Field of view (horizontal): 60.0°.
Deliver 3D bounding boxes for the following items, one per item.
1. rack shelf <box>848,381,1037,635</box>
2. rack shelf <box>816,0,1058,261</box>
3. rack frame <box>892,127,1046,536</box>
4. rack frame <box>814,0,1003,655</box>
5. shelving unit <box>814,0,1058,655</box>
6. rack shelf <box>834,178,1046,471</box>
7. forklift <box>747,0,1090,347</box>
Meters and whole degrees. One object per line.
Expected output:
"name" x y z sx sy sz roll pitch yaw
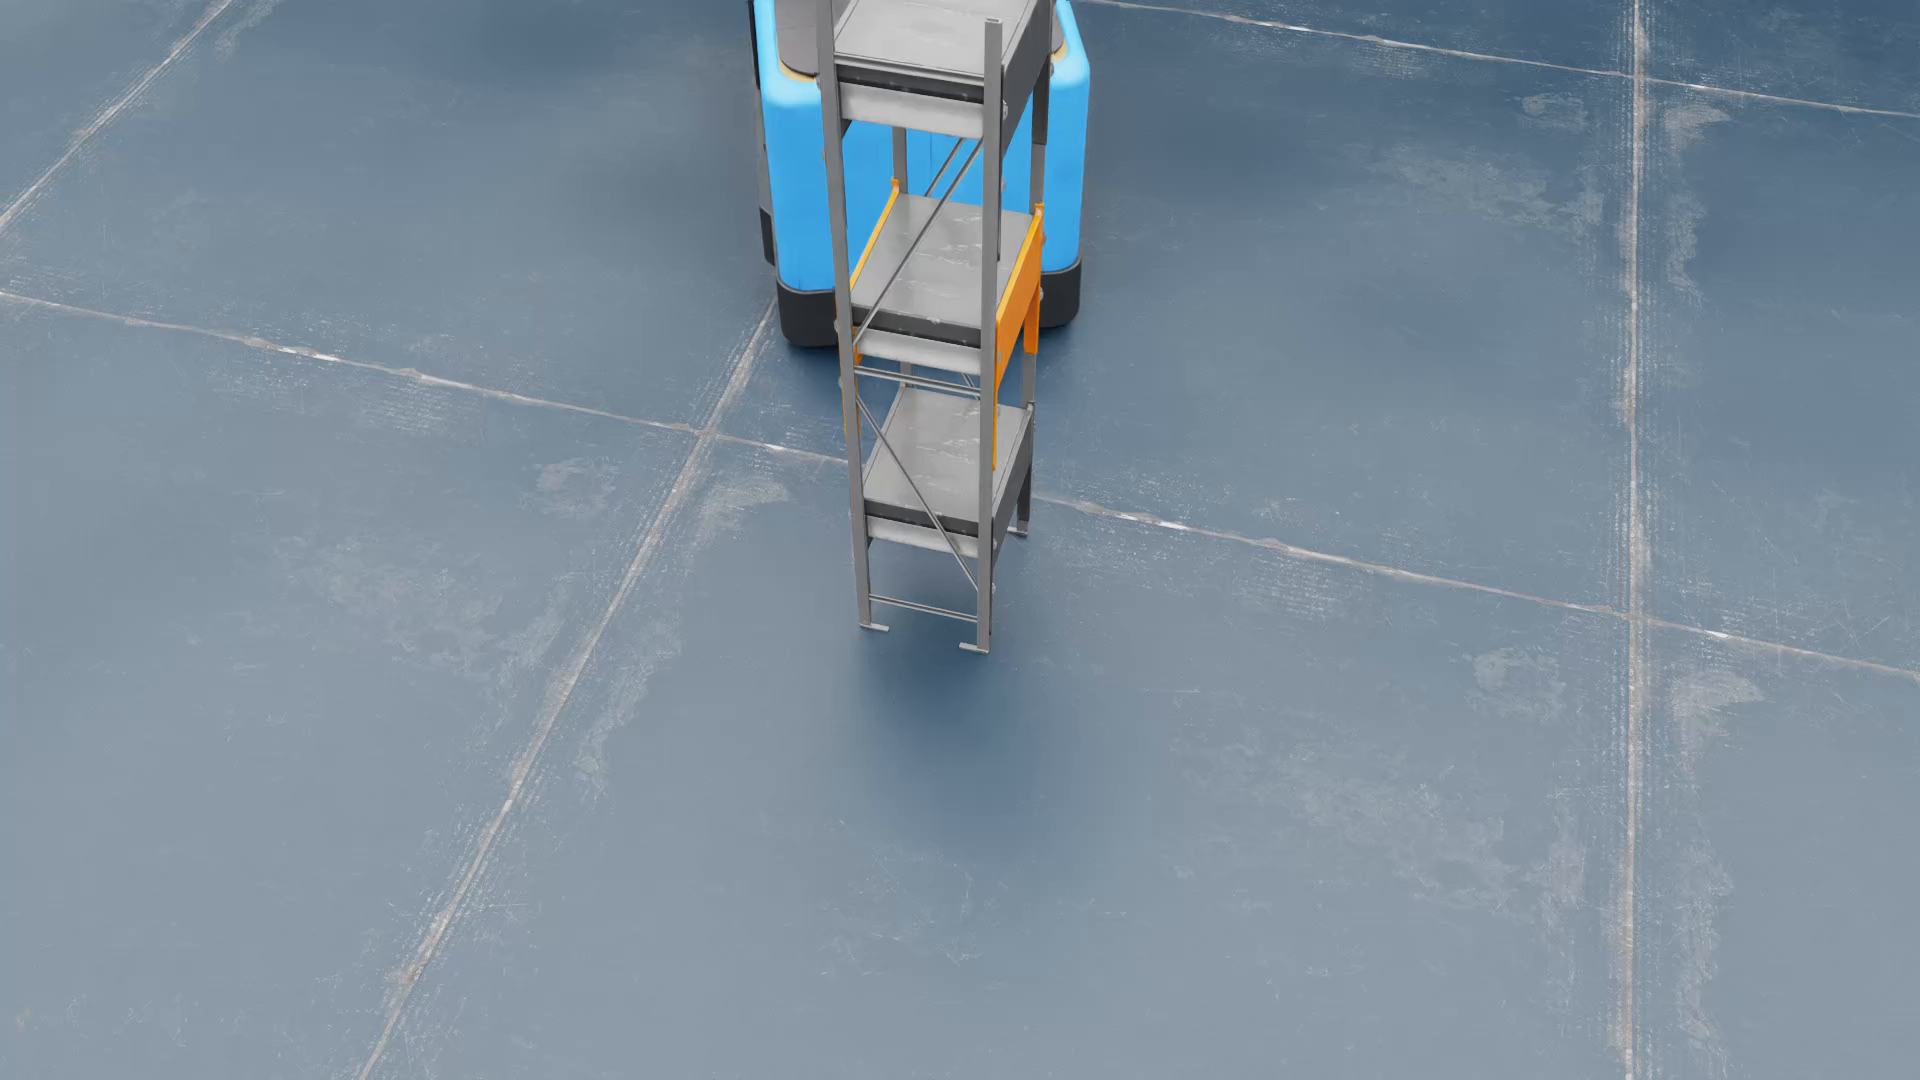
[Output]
"rack shelf" -0.044 -0.103 4.892 0.431 0.518 0.480 12 50 10
"rack shelf" -0.044 -1.029 3.842 0.431 0.518 0.480 12 50 10
"rack frame" 0.021 -0.752 4.513 0.400 2.100 0.015 12 50 10
"rack frame" -0.108 -0.399 4.201 0.400 2.100 0.015 12 50 10
"shelving unit" -0.044 -0.575 4.357 0.431 2.100 0.503 12 50 10
"rack shelf" -0.044 -0.566 4.367 0.431 0.518 0.480 12 50 10
"forklift" -0.277 -2.755 5.727 1.130 2.935 3.031 -5 49 -5
